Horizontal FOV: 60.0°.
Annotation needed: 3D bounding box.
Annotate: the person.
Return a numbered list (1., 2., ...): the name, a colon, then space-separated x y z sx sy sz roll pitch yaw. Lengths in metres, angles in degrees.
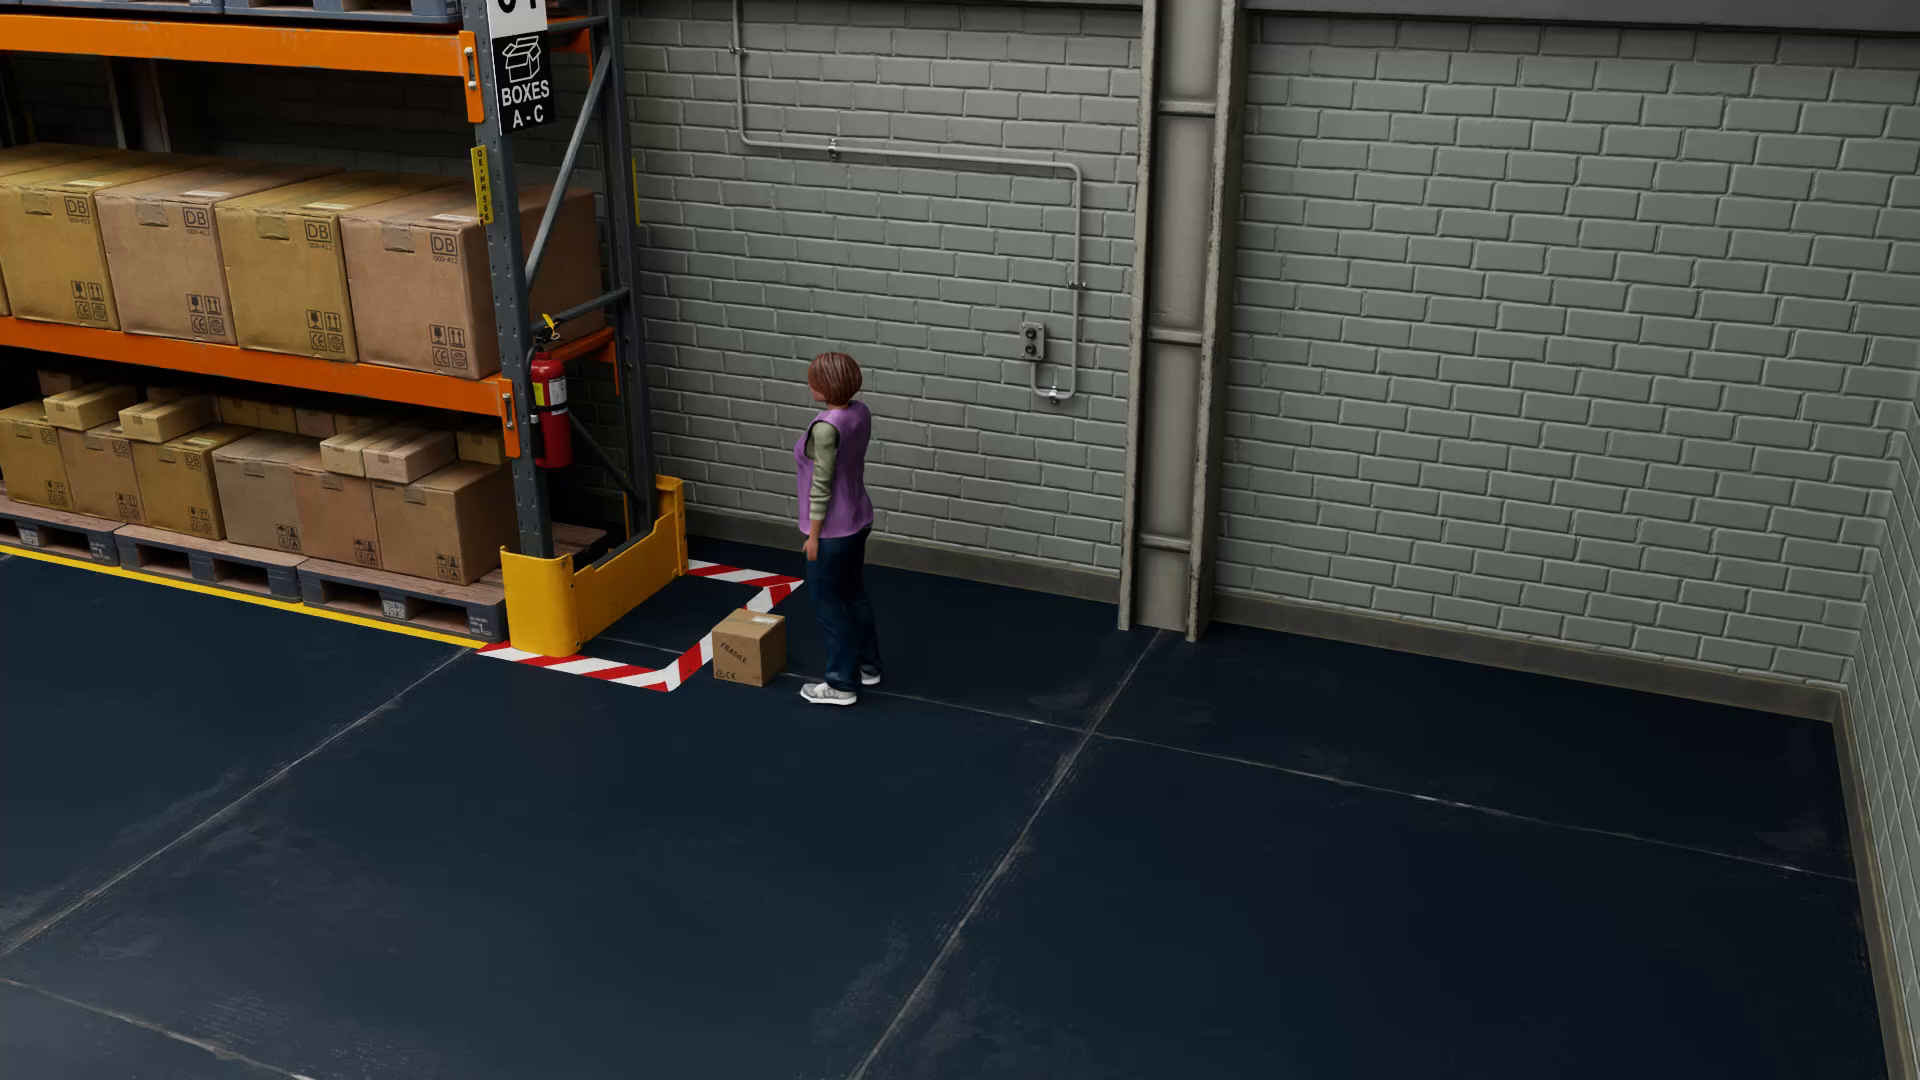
1. person: -0.537 -0.046 7.216 0.312 1.599 0.406 9 24 21
